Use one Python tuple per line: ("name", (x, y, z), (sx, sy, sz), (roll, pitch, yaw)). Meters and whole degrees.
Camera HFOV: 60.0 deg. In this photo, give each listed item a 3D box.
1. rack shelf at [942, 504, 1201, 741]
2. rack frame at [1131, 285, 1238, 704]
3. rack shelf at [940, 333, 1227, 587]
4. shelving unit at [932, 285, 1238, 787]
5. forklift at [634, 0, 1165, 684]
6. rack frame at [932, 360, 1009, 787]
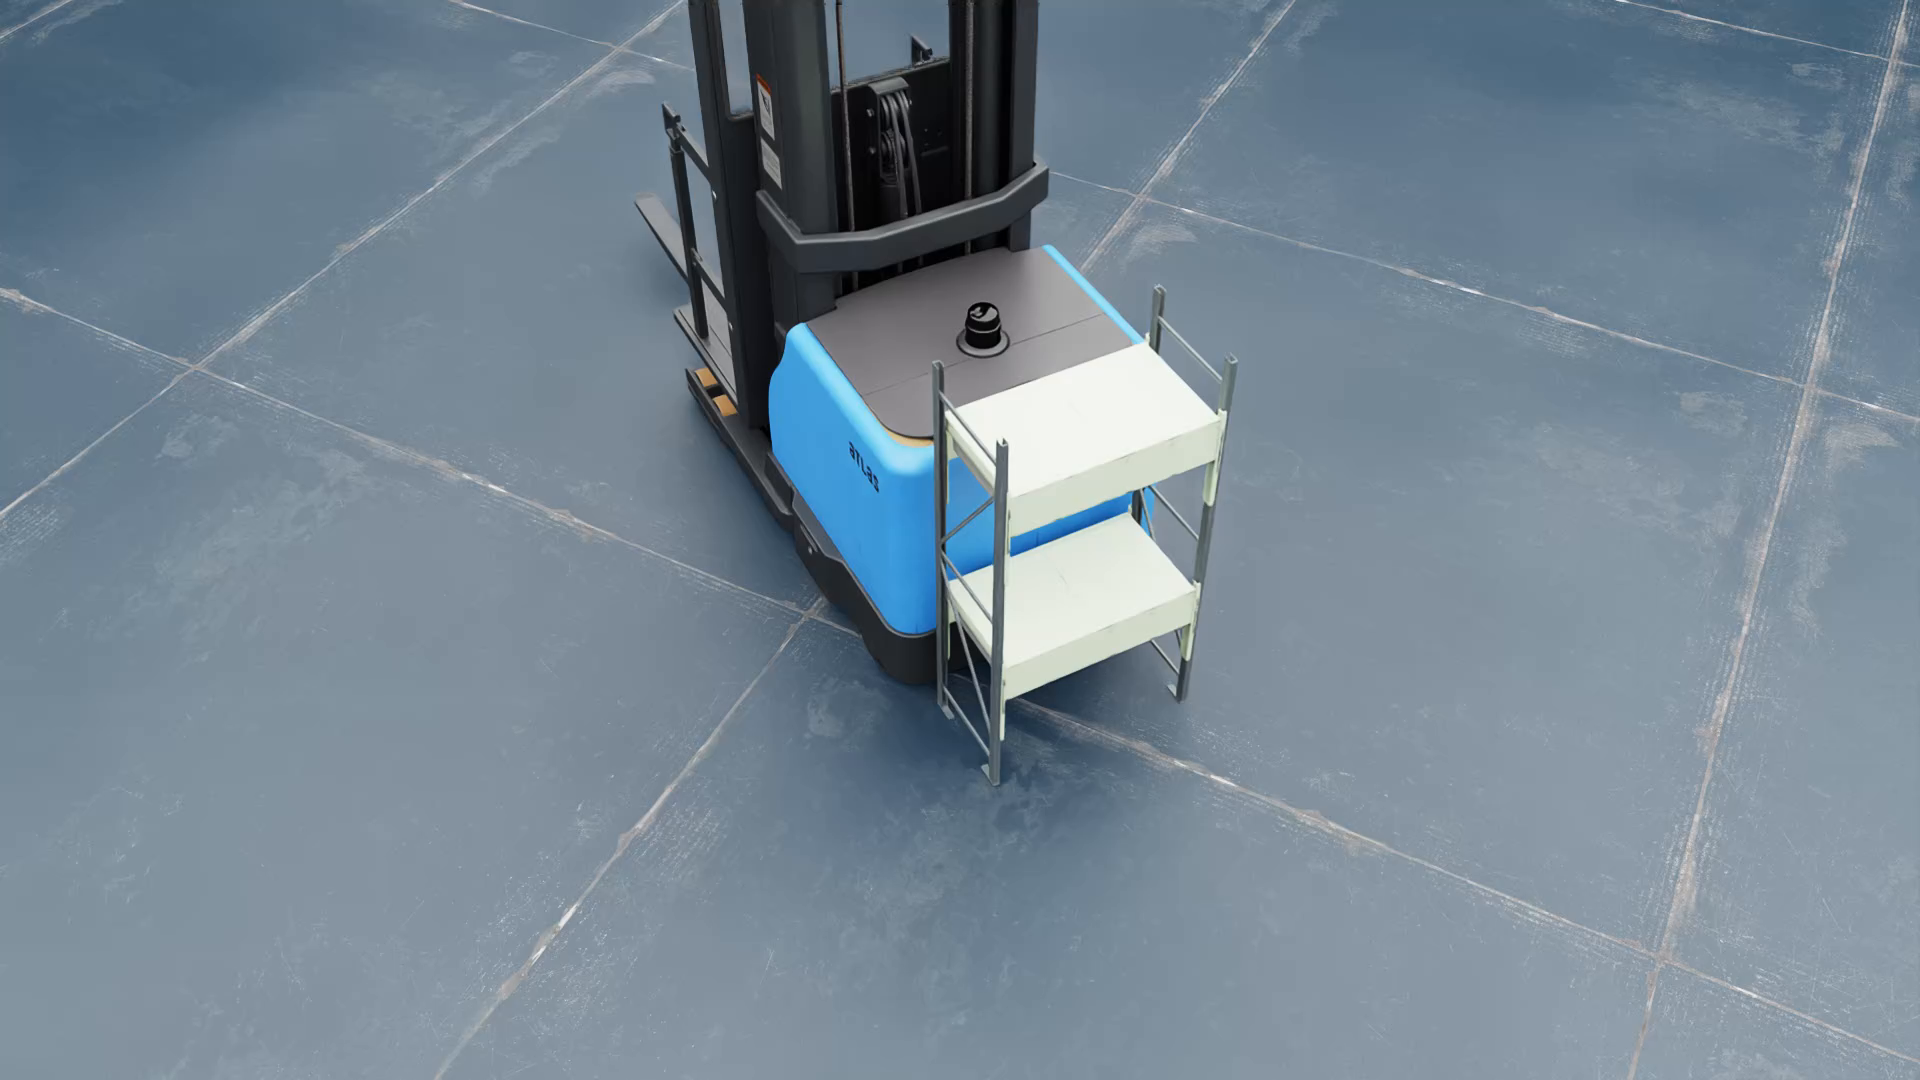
("rack shelf", (0.349, 0.259, 5.398), (0.720, 0.370, 0.431), (-21, 49, -19))
("rack frame", (0.672, -0.093, 5.287), (0.023, 1.500, 0.400), (-21, 49, -19))
("rack shelf", (0.349, -0.244, 4.888), (0.720, 0.370, 0.431), (-21, 49, -19))
("shelving unit", (0.349, 0.030, 5.166), (0.755, 1.500, 0.431), (-21, 49, -19))
("forklift", (-0.453, -1.588, 5.759), (1.130, 2.935, 3.031), (-21, 49, -19))
("rack frame", (0.027, 0.153, 5.044), (0.023, 1.500, 0.400), (-21, 49, -19))
